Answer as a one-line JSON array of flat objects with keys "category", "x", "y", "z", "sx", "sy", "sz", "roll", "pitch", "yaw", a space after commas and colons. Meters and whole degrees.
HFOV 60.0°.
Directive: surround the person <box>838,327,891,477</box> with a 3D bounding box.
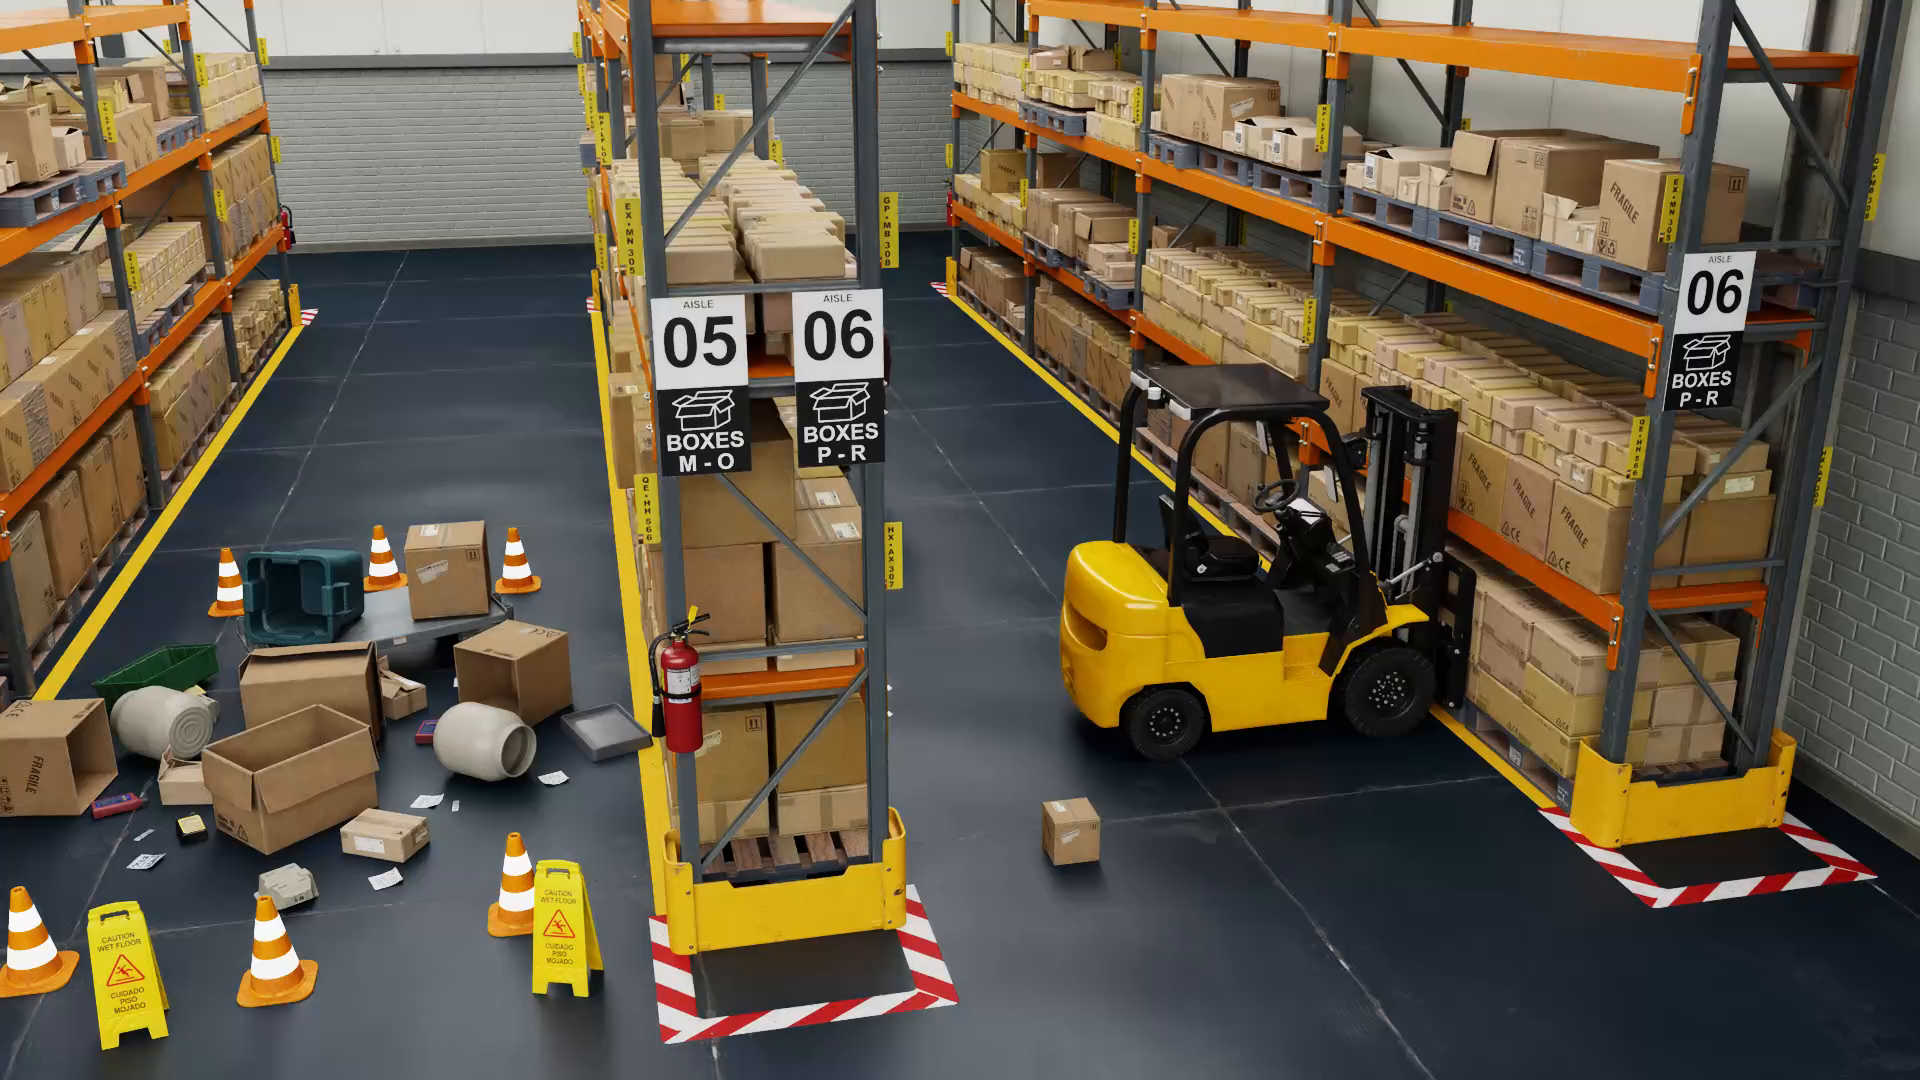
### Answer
[{"category": "person", "x": -0.908, "y": -1.214, "z": 14.888, "sx": 0.596, "sy": 1.621, "sz": 0.811, "roll": -5, "pitch": 20, "yaw": -14}]
